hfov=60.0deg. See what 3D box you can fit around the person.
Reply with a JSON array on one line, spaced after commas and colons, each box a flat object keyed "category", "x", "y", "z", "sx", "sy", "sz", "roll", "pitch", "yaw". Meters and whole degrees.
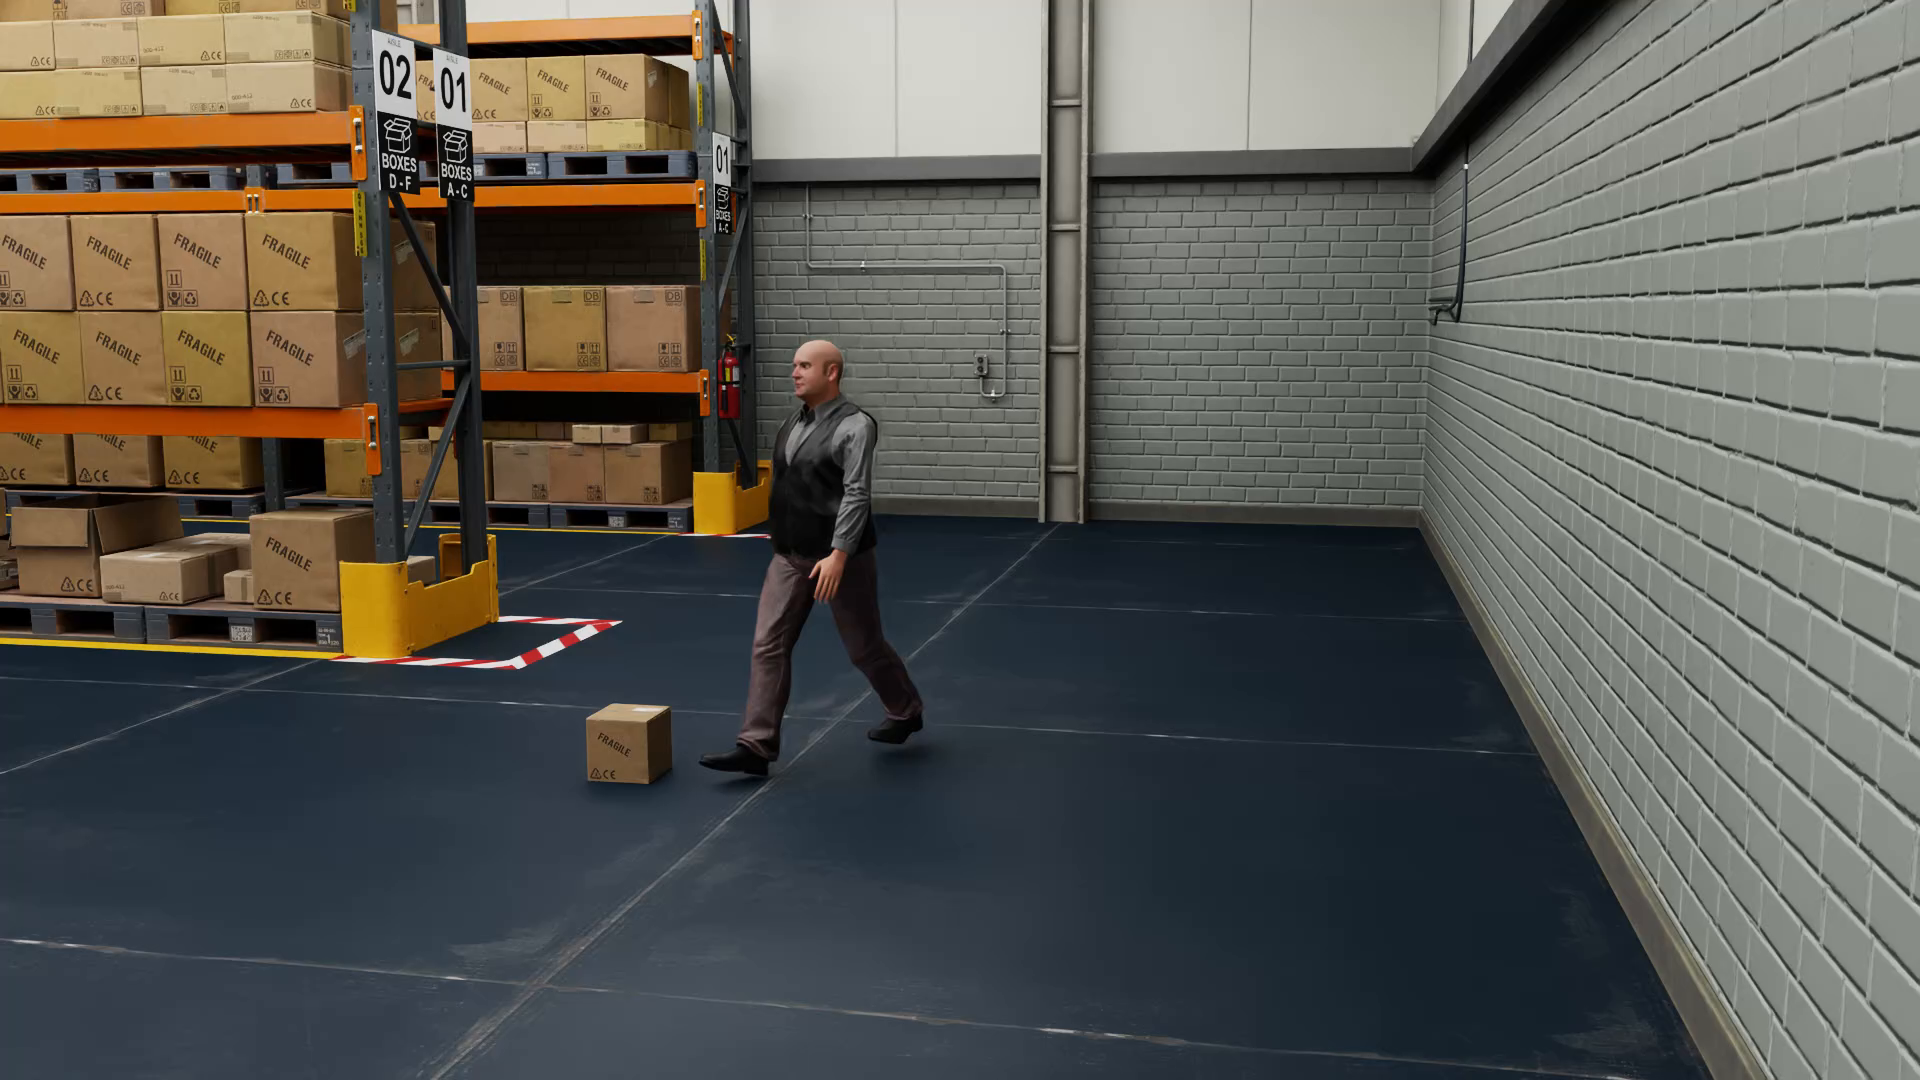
[{"category": "person", "x": -0.555, "y": 0.067, "z": 6.518, "sx": 0.559, "sy": 1.685, "sz": 1.024, "roll": 6, "pitch": 10, "yaw": 38}]
